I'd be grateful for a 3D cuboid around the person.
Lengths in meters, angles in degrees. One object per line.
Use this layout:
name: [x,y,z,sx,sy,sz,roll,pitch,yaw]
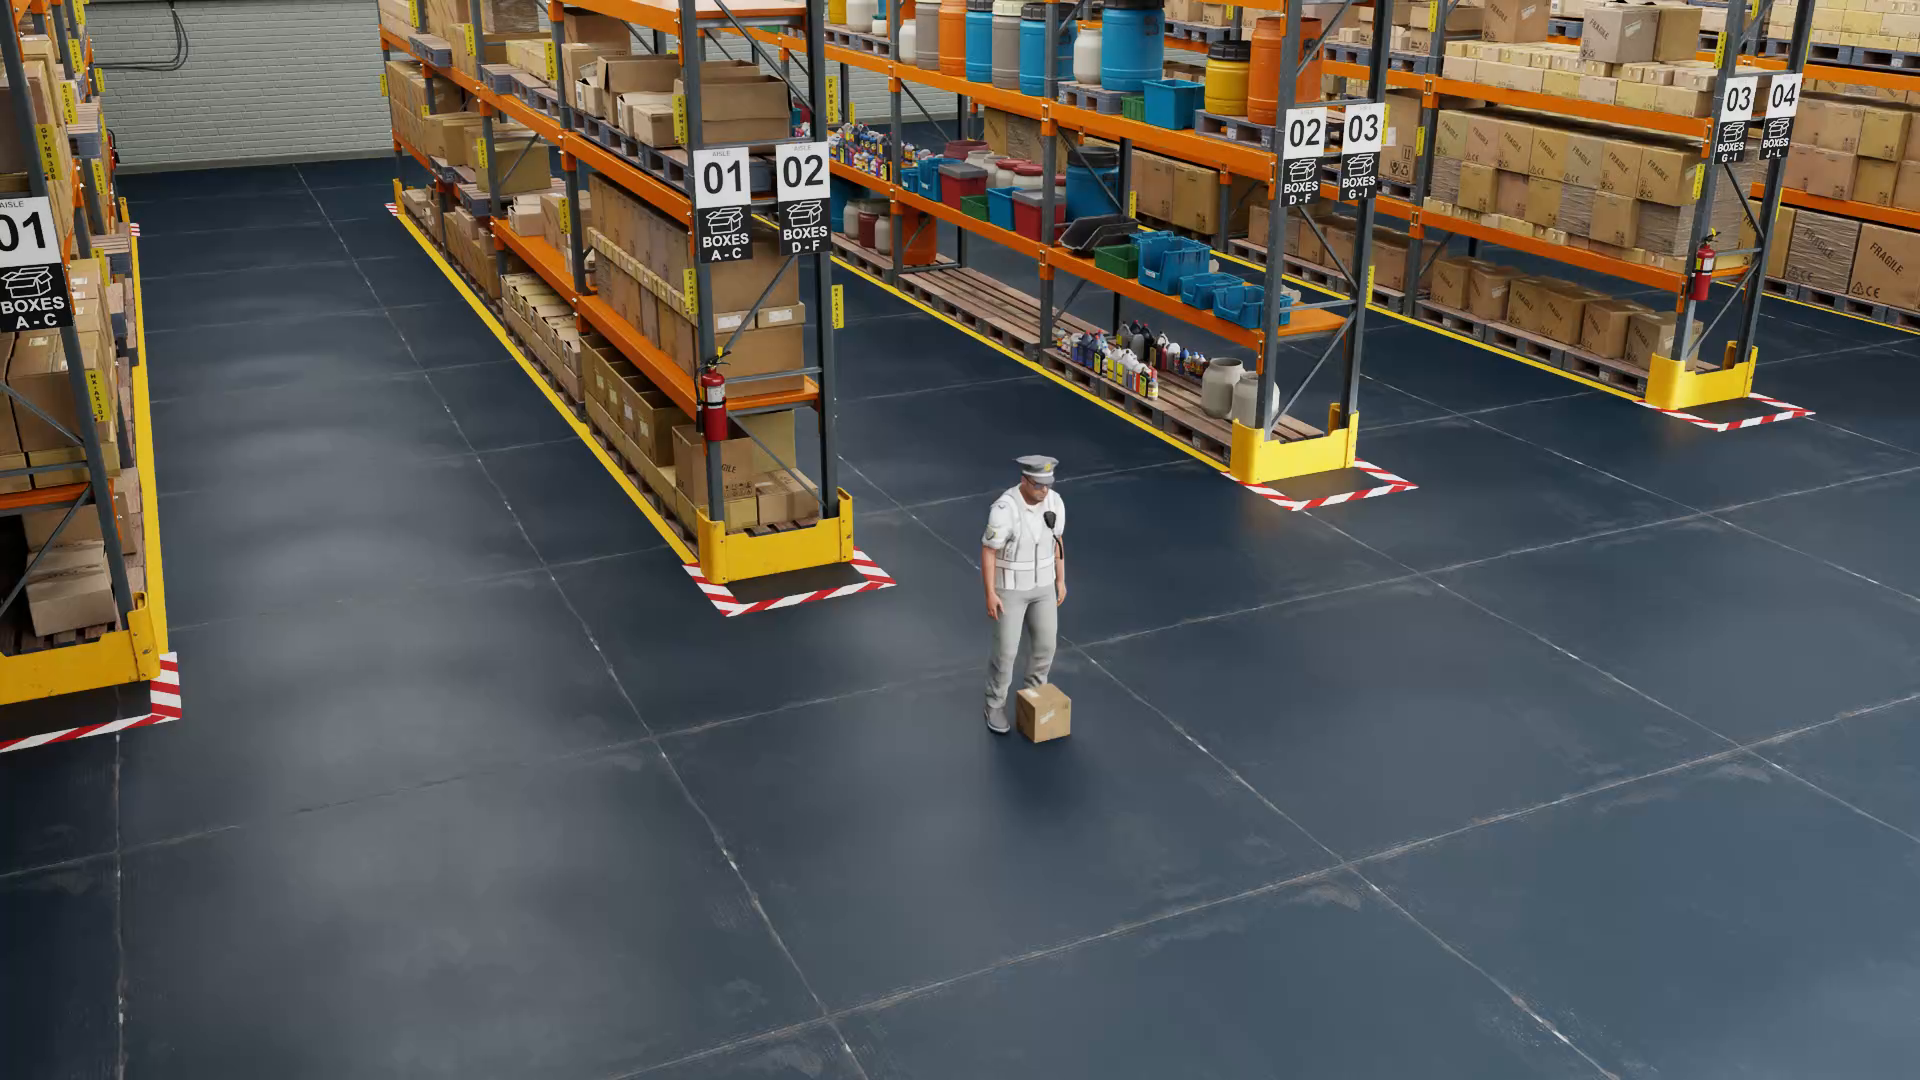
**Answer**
person: [0.392,0.288,10.301,0.596,1.747,0.437,-12,25,-27]
